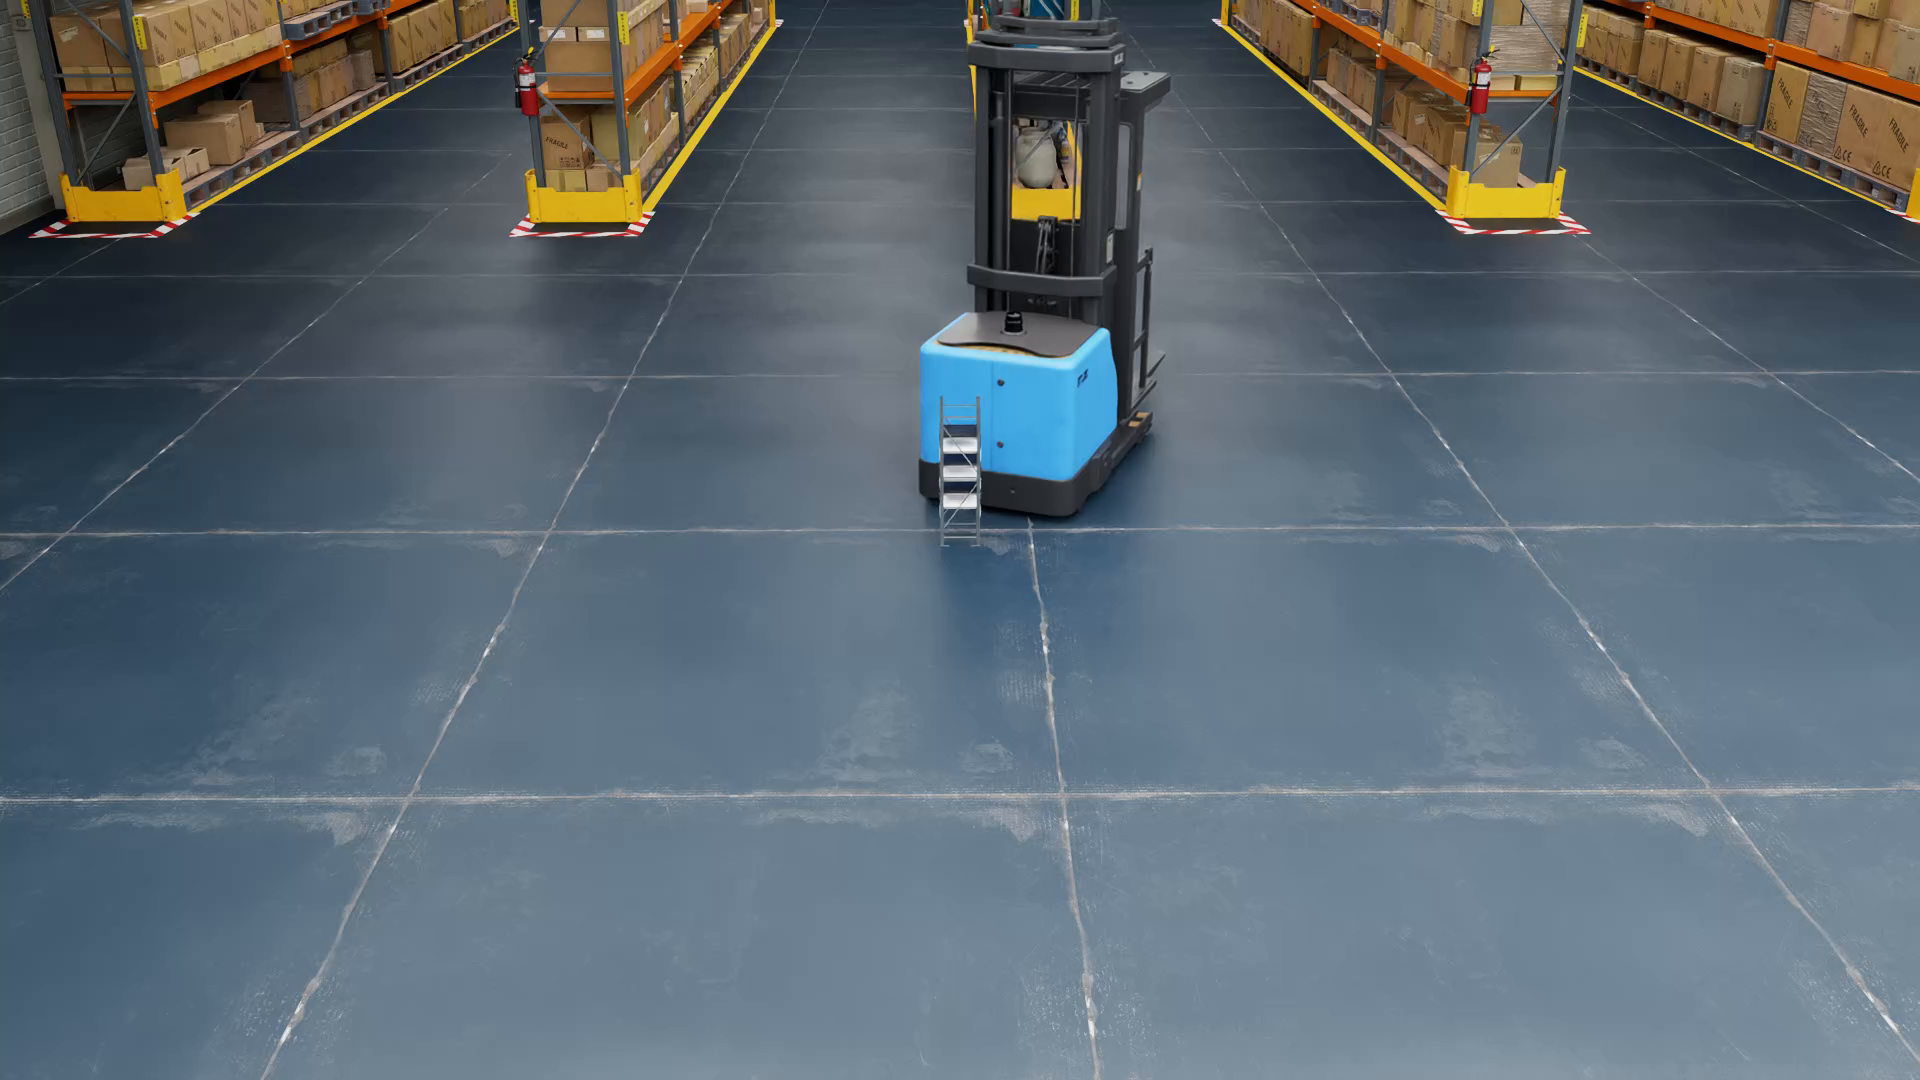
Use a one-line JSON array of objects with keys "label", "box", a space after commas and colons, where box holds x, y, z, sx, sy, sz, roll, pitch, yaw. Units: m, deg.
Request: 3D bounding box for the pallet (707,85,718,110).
[{"label": "pallet", "box": [-4.134, -6.521, 24.412, 1.003, 0.211, 1.213, 0, 24, -1]}]

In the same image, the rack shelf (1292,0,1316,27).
[{"label": "rack shelf", "box": [5.780, -8.670, 26.653, 1.077, 0.370, 4.000, 0, 24, -1]}]

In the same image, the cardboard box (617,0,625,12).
[{"label": "cardboard box", "box": [-4.021, -5.902, 17.964, 0.700, 0.500, 0.500, -1, 24, -2]}]

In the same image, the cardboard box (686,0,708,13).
[{"label": "cardboard box", "box": [-3.818, -7.647, 23.823, 0.380, 0.149, 0.250, 0, 24, -1]}]

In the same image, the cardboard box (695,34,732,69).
[{"label": "cardboard box", "box": [-3.834, -7.597, 25.907, 0.500, 0.500, 0.500, -1, 24, -2]}]

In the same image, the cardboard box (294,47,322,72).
[{"label": "cardboard box", "box": [-9.056, -6.561, 22.707, 0.500, 0.250, 0.500, -1, 24, -2]}]

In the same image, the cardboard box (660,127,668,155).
[{"label": "cardboard box", "box": [-3.821, -4.819, 20.092, 0.500, 0.250, 0.500, 0, 24, -1]}]

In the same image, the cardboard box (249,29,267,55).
[{"label": "cardboard box", "box": [-8.708, -6.001, 20.035, 0.500, 0.250, 0.500, 0, 24, 0]}]

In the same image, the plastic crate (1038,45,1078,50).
[{"label": "plastic crate", "box": [1.176, -5.981, 20.014, 0.499, 0.251, 0.616, 0, 24, -1]}]

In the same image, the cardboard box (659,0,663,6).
[{"label": "cardboard box", "box": [-3.842, -6.611, 20.318, 0.380, 0.149, 0.250, -1, 24, -2]}]

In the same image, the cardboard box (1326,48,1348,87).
[{"label": "cardboard box", "box": [5.829, -6.960, 24.497, 0.700, 0.500, 0.500, -2, 24, -3]}]

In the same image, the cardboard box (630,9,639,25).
[{"label": "cardboard box", "box": [-3.822, -5.869, 18.678, 0.380, 0.149, 0.250, -1, 24, -1]}]

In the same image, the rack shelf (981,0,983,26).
[{"label": "rack shelf", "box": [0.827, -8.648, 26.604, 1.077, 0.370, 4.000, 0, 24, -1]}]

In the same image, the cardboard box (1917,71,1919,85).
[{"label": "cardboard box", "box": [10.801, -5.079, 17.658, 0.875, 0.550, 0.550, 0, 24, -1]}]

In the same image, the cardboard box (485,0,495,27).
[{"label": "cardboard box", "box": [-9.025, -9.755, 30.702, 0.700, 0.500, 0.500, -1, 24, -2]}]

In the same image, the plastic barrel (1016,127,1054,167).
[{"label": "plastic barrel", "box": [0.847, -4.390, 18.827, 0.421, 0.512, 0.421, 0, 24, 0]}]

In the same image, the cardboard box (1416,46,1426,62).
[{"label": "cardboard box", "box": [5.577, -5.703, 19.525, 0.380, 0.149, 0.250, 0, 24, -1]}]

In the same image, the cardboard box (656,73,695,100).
[{"label": "cardboard box", "box": [-3.816, -6.054, 22.143, 0.500, 0.311, 0.500, -1, 24, -1]}]

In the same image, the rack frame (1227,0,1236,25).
[{"label": "rack frame", "box": [5.715, -11.470, 31.972, 1.000, 3.000, 0.127, 0, 24, -1]}]

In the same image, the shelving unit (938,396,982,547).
[{"label": "shelving unit", "box": [0.000, -0.413, 10.072, 0.258, 0.900, 0.210, 0, 24, -1]}]

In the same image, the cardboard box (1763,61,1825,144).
[{"label": "cardboard box", "box": [10.743, -5.470, 20.773, 0.875, 0.875, 0.875, 0, 24, 0]}]

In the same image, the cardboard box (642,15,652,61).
[{"label": "cardboard box", "box": [-4.035, -5.921, 19.581, 0.700, 0.500, 0.500, 0, 24, 0]}]

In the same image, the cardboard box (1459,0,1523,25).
[{"label": "cardboard box", "box": [5.636, -5.740, 17.605, 0.500, 0.500, 0.500, 0, 24, -1]}]

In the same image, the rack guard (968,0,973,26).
[{"label": "rack guard", "box": [0.749, -10.319, 32.459, 1.175, 0.500, 0.348, 0, 24, -1]}]

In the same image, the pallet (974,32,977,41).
[{"label": "pallet", "box": [0.759, -8.832, 29.522, 1.003, 0.211, 1.213, 0, 24, -1]}]

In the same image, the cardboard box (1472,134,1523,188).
[{"label": "cardboard box", "box": [5.899, -4.187, 18.392, 0.500, 0.500, 0.500, 4, 25, 9]}]

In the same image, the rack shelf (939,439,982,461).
[{"label": "rack shelf", "box": [0.000, -0.547, 10.012, 0.258, 0.077, 0.200, 0, 24, -1]}]

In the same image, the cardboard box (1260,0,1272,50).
[{"label": "cardboard box", "box": [5.785, -8.782, 28.096, 1.225, 0.875, 0.875, 0, 24, 0]}]

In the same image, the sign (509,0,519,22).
[{"label": "sign", "box": [-4.559, -5.473, 17.019, 0.100, 0.325, 0.005, 0, 24, -1]}]

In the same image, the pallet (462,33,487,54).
[{"label": "pallet", "box": [-9.031, -8.799, 29.448, 1.003, 0.211, 1.213, 0, 24, -1]}]

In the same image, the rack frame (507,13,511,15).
[{"label": "rack frame", "box": [-9.144, -11.404, 31.824, 1.000, 3.000, 0.127, 0, 24, -1]}]

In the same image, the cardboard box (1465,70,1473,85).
[{"label": "cardboard box", "box": [5.678, -4.983, 17.931, 0.380, 0.149, 0.250, 0, 24, -1]}]

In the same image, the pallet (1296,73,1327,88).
[{"label": "pallet", "box": [5.869, -7.229, 25.977, 1.003, 0.211, 1.213, 0, 24, -1]}]

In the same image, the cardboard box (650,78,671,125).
[{"label": "cardboard box", "box": [-3.843, -5.367, 20.393, 0.500, 0.500, 0.500, 0, 24, -1]}]

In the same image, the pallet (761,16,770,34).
[{"label": "pallet", "box": [-4.181, -9.797, 31.656, 1.003, 0.211, 1.213, 0, 24, -1]}]

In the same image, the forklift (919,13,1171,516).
[{"label": "forklift", "box": [0.738, -2.063, 11.255, 1.130, 2.935, 3.031, 9, 26, 19]}]

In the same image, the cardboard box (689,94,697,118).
[{"label": "cardboard box", "box": [-3.821, -5.799, 22.259, 0.500, 0.250, 0.500, 0, 24, 1]}]

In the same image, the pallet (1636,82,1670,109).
[{"label": "pallet", "box": [10.696, -6.559, 24.496, 1.003, 0.211, 1.213, 0, 24, -1]}]

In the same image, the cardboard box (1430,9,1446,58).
[{"label": "cardboard box", "box": [5.823, -5.697, 18.724, 0.875, 0.500, 0.500, 0, 24, -1]}]

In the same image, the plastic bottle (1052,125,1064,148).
[{"label": "plastic bottle", "box": [1.192, -4.920, 20.259, 0.152, 0.276, 0.135, 0, 24, 0]}]

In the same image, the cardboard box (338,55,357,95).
[{"label": "cardboard box", "box": [-9.108, -6.659, 23.834, 0.700, 0.500, 0.500, 0, 24, -1]}]

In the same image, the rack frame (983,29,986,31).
[{"label": "rack frame", "box": [0.849, -8.152, 24.634, 1.000, 3.000, 0.127, 0, 24, -1]}]

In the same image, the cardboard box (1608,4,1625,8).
[{"label": "cardboard box", "box": [10.972, -8.679, 27.414, 0.500, 0.250, 0.500, 1, 24, 2]}]

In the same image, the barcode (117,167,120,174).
[{"label": "barcode", "box": [-9.288, -4.081, 18.352, 0.001, 0.075, 0.075, 0, 24, -1]}]

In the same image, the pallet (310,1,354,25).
[{"label": "pallet", "box": [-8.995, -7.204, 22.772, 1.003, 0.211, 1.213, 0, 24, -1]}]

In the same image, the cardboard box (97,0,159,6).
[{"label": "cardboard box", "box": [-9.193, -5.707, 18.476, 0.500, 0.500, 0.500, -1, 24, -2]}]

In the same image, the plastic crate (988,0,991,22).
[{"label": "plastic crate", "box": [0.570, -6.949, 21.995, 0.392, 0.384, 0.575, 0, 24, -1]}]

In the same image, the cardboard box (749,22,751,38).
[{"label": "cardboard box", "box": [-3.936, -8.929, 29.080, 0.500, 0.311, 0.500, 0, 24, -1]}]

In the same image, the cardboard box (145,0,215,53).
[{"label": "cardboard box", "box": [-8.669, -5.708, 18.478, 0.500, 0.500, 0.500, -1, 24, -2]}]

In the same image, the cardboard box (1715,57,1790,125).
[{"label": "cardboard box", "box": [10.710, -5.928, 21.938, 1.050, 0.750, 0.750, 0, 24, -1]}]

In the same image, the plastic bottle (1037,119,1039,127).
[{"label": "plastic bottle", "box": [1.044, -5.232, 20.859, 0.144, 0.351, 0.185, 0, 24, -1]}]

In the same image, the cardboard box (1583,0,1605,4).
[{"label": "cardboard box", "box": [10.463, -8.891, 27.883, 0.500, 0.250, 0.500, -1, 24, -3]}]

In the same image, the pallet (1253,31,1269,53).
[{"label": "pallet", "box": [5.828, -8.865, 29.596, 1.003, 0.211, 1.213, 0, 24, -1]}]

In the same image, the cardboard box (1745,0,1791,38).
[{"label": "cardboard box", "box": [10.533, -6.766, 21.448, 0.500, 0.500, 0.500, 0, 24, -1]}]

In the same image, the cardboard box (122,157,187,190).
[{"label": "cardboard box", "box": [-8.887, -4.072, 18.341, 0.500, 0.311, 0.500, -3, 25, -7]}]

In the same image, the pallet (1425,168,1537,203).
[{"label": "pallet", "box": [5.915, -3.973, 18.779, 1.003, 0.211, 1.213, 0, 24, -1]}]

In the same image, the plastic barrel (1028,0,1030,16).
[{"label": "plastic barrel", "box": [1.102, -6.961, 21.835, 0.433, 0.535, 0.433, 0, 24, 0]}]

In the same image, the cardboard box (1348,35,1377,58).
[{"label": "cardboard box", "box": [5.855, -7.083, 23.860, 0.500, 0.250, 0.500, 2, 24, 5]}]
